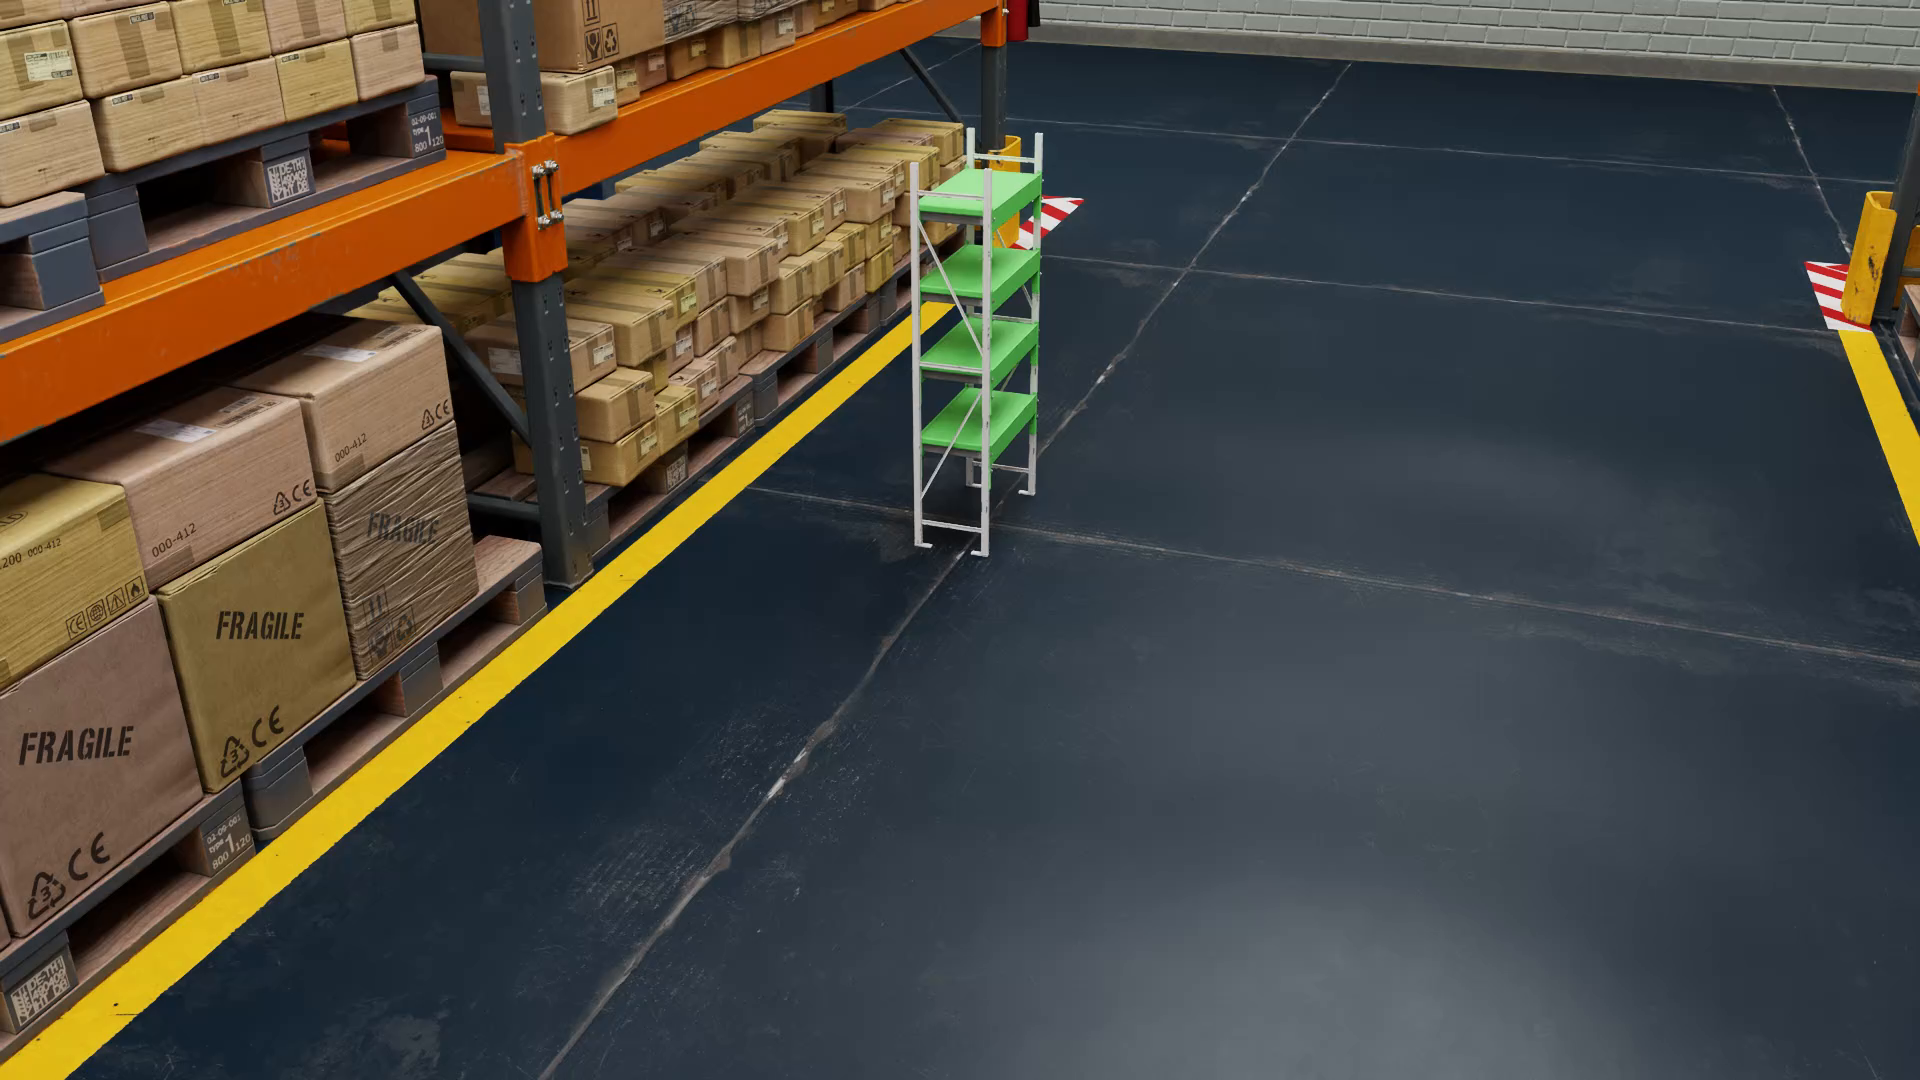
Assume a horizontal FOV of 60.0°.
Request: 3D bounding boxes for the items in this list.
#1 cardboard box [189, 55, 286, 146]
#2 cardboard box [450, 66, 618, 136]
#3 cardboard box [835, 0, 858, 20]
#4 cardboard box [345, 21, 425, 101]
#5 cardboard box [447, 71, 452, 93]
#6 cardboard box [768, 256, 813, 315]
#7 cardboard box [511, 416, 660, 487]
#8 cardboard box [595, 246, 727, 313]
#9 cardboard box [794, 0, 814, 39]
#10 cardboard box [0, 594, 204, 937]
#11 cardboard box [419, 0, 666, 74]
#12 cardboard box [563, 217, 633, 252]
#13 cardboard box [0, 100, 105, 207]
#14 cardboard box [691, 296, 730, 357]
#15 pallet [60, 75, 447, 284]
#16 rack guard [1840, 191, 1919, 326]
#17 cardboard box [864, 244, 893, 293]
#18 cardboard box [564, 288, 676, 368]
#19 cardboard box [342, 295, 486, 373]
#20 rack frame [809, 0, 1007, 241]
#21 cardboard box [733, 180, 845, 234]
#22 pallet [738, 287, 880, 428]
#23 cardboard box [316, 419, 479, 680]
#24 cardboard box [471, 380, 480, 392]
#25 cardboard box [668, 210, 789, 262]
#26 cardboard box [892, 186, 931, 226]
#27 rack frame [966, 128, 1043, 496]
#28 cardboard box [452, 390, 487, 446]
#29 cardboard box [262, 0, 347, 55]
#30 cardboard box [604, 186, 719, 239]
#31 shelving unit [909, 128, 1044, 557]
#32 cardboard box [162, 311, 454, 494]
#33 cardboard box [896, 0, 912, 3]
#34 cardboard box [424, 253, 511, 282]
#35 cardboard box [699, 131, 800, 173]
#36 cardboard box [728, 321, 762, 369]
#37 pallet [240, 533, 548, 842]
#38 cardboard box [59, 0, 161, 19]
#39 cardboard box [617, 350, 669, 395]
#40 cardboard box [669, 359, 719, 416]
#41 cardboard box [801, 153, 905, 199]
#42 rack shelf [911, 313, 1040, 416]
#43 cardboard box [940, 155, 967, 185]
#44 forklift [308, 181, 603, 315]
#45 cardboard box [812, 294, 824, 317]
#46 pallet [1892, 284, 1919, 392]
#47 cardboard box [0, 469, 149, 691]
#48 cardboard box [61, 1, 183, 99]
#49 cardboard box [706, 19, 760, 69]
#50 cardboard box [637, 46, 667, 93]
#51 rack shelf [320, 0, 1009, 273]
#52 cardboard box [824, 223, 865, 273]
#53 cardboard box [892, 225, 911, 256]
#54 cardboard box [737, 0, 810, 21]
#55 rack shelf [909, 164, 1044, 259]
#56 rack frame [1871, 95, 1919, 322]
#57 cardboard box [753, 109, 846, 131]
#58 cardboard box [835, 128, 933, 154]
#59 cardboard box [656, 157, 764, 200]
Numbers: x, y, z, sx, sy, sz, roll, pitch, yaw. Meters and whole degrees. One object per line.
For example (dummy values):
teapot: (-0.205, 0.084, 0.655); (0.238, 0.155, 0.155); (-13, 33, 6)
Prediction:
cardboard box: (-1.714, -0.968, 3.614); (0.380, 0.149, 0.250); (9, 27, 17)
cardboard box: (-1.195, -1.249, 4.676); (0.380, 0.149, 0.250); (10, 28, 19)
cardboard box: (-0.620, -2.133, 6.501); (0.380, 0.149, 0.250); (8, 27, 15)
cardboard box: (-1.543, -1.177, 4.046); (0.380, 0.149, 0.250); (8, 27, 16)
cardboard box: (-1.740, -1.453, 5.098); (0.380, 0.149, 0.250); (8, 27, 16)
cardboard box: (-0.778, -0.973, 6.265); (0.380, 0.149, 0.250); (9, 27, 17)
cardboard box: (-1.173, -0.302, 5.222); (0.380, 0.149, 0.250); (8, 27, 15)
cardboard box: (-1.037, -0.905, 5.783); (0.380, 0.149, 0.250); (8, 27, 16)
cardboard box: (-0.757, -1.914, 6.050); (0.380, 0.149, 0.250); (10, 28, 19)
cardboard box: (-1.952, 0.404, 3.359); (0.500, 0.500, 0.500); (8, 27, 16)
cardboard box: (-1.195, -1.639, 4.737); (0.500, 0.500, 0.500); (8, 27, 16)
cardboard box: (-1.438, -1.085, 6.156); (0.380, 0.149, 0.250); (7, 27, 15)
cardboard box: (-1.885, -0.750, 3.164); (0.380, 0.149, 0.250); (8, 27, 15)
cardboard box: (-1.036, -0.769, 5.844); (0.380, 0.149, 0.250); (7, 27, 15)
pallet: (-1.989, -0.914, 3.916); (1.003, 0.211, 1.213); (9, 27, 17)
rack guard: (4.443, -1.146, 7.043); (1.175, 0.500, 0.348); (9, 27, 17)
cardboard box: (-0.500, -1.163, 6.999); (0.380, 0.149, 0.250); (8, 27, 15)
cardboard box: (-1.140, -0.683, 5.326); (0.380, 0.149, 0.250); (10, 28, 20)
cardboard box: (-1.725, -0.651, 5.259); (0.380, 0.149, 0.250); (10, 27, 19)
rack frame: (-0.266, -2.937, 7.874); (1.000, 3.000, 0.127); (9, 27, 17)
cardboard box: (-0.683, -1.329, 6.659); (0.380, 0.149, 0.250); (8, 27, 16)
pallet: (-1.003, -0.822, 6.706); (1.003, 0.211, 1.213); (9, 27, 17)
cardboard box: (-1.606, -0.017, 4.229); (0.500, 0.500, 0.500); (8, 27, 16)
cardboard box: (-1.714, -0.622, 5.540); (0.380, 0.149, 0.250); (7, 27, 15)
cardboard box: (-0.862, -1.121, 6.231); (0.380, 0.149, 0.250); (8, 27, 15)
cardboard box: (-0.344, -1.505, 7.364); (0.380, 0.149, 0.250); (8, 27, 15)
rack frame: (0.136, -0.708, 5.336); (0.240, 1.200, 0.015); (9, 27, 17)
cardboard box: (-1.788, -0.410, 5.444); (0.380, 0.149, 0.250); (9, 27, 18)
cardboard box: (-1.630, -1.203, 3.757); (0.380, 0.149, 0.250); (9, 27, 18)
cardboard box: (-1.174, -1.284, 6.566); (0.380, 0.149, 0.250); (9, 27, 18)
shelving unit: (0.055, -0.608, 5.129); (0.258, 1.200, 0.503); (9, 27, 17)
cardboard box: (-1.607, -0.352, 4.061); (0.500, 0.250, 0.500); (8, 27, 16)
cardboard box: (-0.359, -2.339, 6.927); (0.380, 0.149, 0.250); (9, 27, 19)
cardboard box: (-1.601, -0.865, 5.701); (0.380, 0.149, 0.250); (8, 27, 17)
cardboard box: (-0.944, -1.729, 7.486); (0.380, 0.149, 0.250); (9, 27, 17)
cardboard box: (-0.957, -0.749, 6.143); (0.380, 0.149, 0.250); (8, 27, 15)
pallet: (-1.855, 0.282, 4.426); (1.003, 0.211, 1.213); (9, 27, 17)
cardboard box: (-1.811, -1.119, 3.244); (0.380, 0.149, 0.250); (9, 27, 17)
cardboard box: (-1.176, -0.553, 5.398); (0.380, 0.149, 0.250); (9, 27, 18)
cardboard box: (-1.051, -0.521, 5.674); (0.380, 0.149, 0.250); (9, 27, 17)
cardboard box: (-0.454, -1.540, 7.094); (0.380, 0.149, 0.250); (8, 27, 15)
rack shelf: (0.055, -0.551, 5.157); (0.258, 0.148, 0.480); (9, 27, 17)
cardboard box: (-0.173, -1.719, 7.806); (0.380, 0.149, 0.250); (8, 27, 16)
forklift: (-2.537, -2.060, 6.141); (1.130, 2.935, 3.031); (7, 27, 14)
cardboard box: (-0.765, -0.960, 6.581); (0.380, 0.149, 0.250); (10, 27, 19)
pallet: (4.243, -0.666, 6.383); (1.003, 0.211, 1.213); (9, 27, 17)
cardboard box: (-1.953, 0.076, 3.176); (0.500, 0.250, 0.500); (8, 27, 15)
cardboard box: (-1.802, -0.988, 3.314); (0.380, 0.149, 0.250); (8, 27, 16)
cardboard box: (-0.898, -1.688, 5.583); (0.380, 0.149, 0.250); (9, 27, 18)
cardboard box: (-1.140, -1.483, 5.160); (0.380, 0.149, 0.250); (8, 27, 15)
rack shelf: (-0.932, -1.791, 6.334); (1.077, 0.370, 4.000); (9, 27, 17)
cardboard box: (-0.607, -1.188, 6.709); (0.380, 0.149, 0.250); (10, 28, 20)
cardboard box: (-0.404, -1.380, 7.448); (0.380, 0.149, 0.250); (9, 27, 17)
cardboard box: (-0.836, -2.045, 5.576); (0.500, 0.500, 0.500); (8, 27, 16)
rack shelf: (0.055, -0.983, 4.948); (0.258, 0.148, 0.480); (9, 27, 17)
rack frame: (4.435, -2.261, 6.477); (1.000, 3.000, 0.127); (9, 27, 17)
cardboard box: (-0.761, -1.945, 7.931); (0.380, 0.149, 0.250); (8, 27, 15)
cardboard box: (-0.341, -1.762, 7.553); (0.380, 0.149, 0.250); (9, 27, 18)
cardboard box: (-1.050, -1.503, 7.018); (0.380, 0.149, 0.250); (10, 28, 19)
